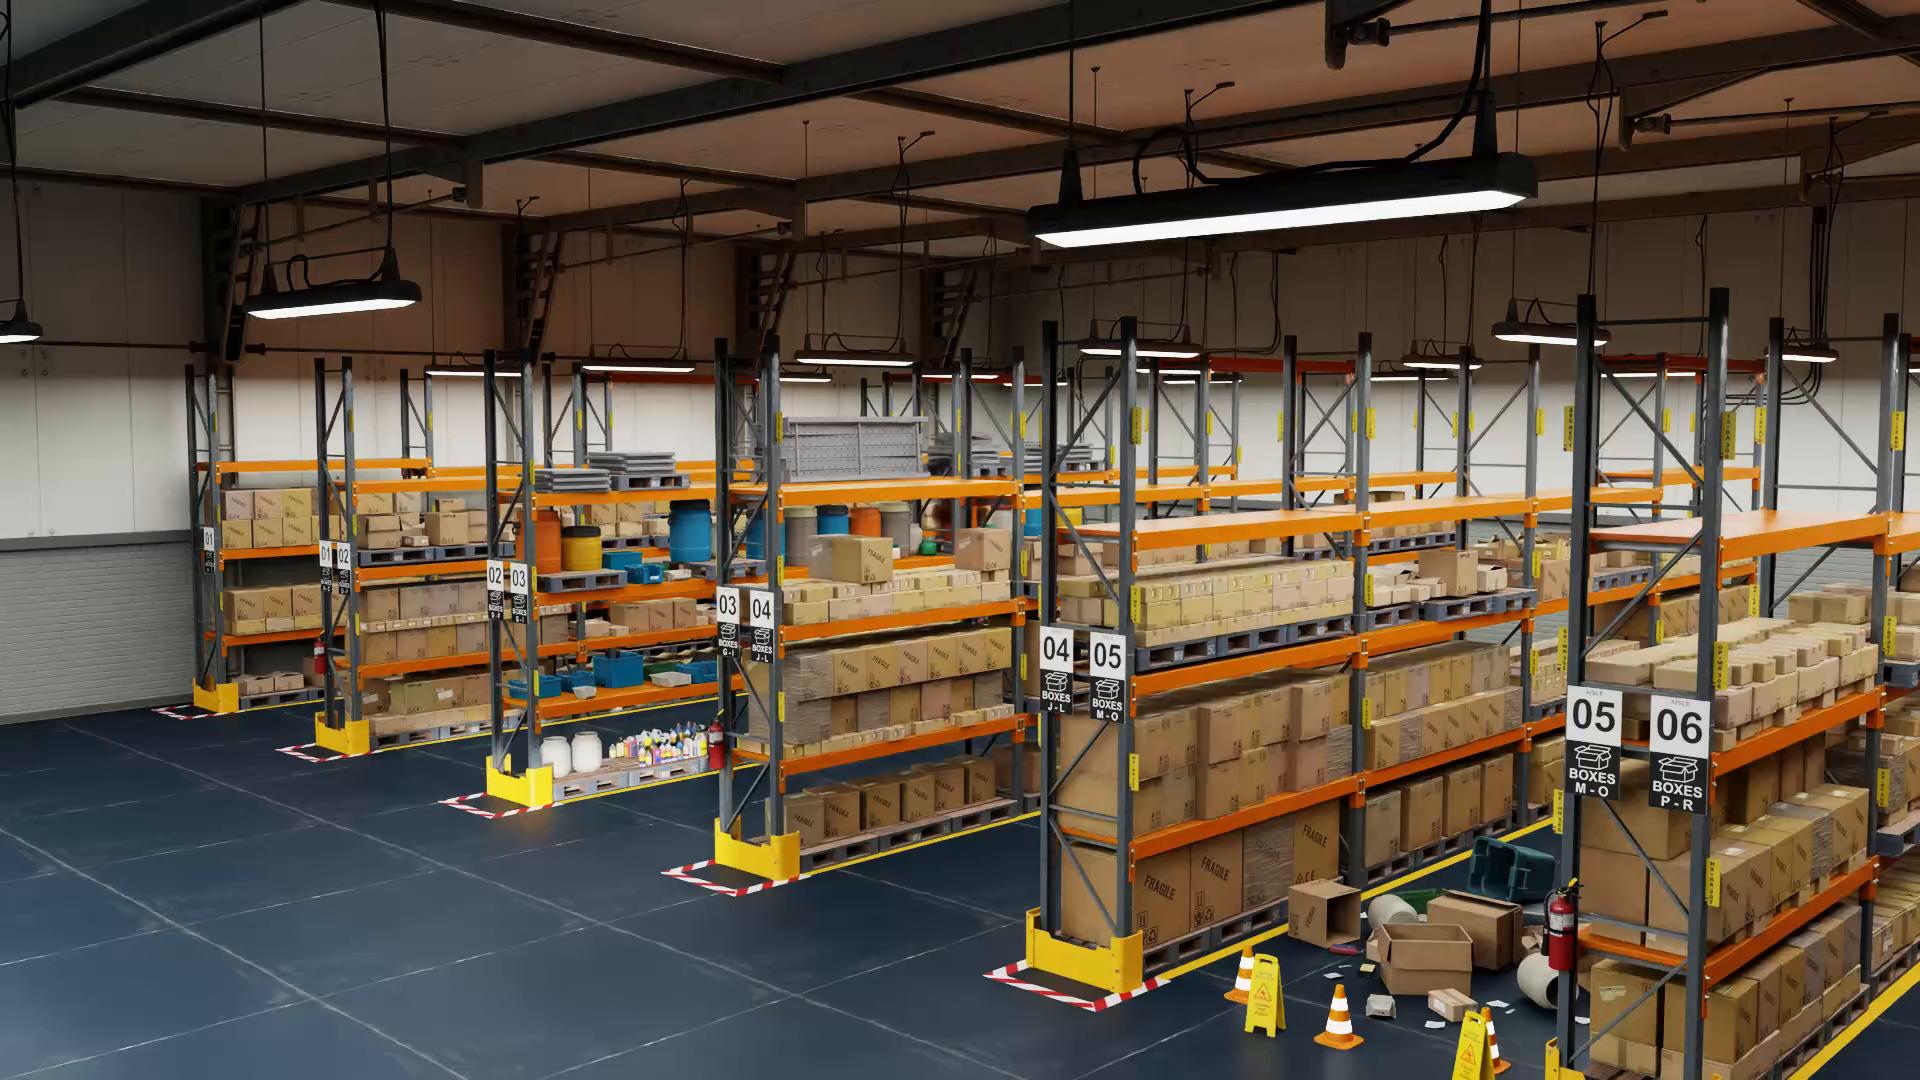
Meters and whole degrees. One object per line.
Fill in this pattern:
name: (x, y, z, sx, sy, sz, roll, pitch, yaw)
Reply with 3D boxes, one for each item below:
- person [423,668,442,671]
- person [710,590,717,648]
person: (-9.532, 2.033, 30.018, 0.520, 1.696, 0.433, -2, 5, -19)
person: (-4.703, 1.831, 33.005, 0.624, 1.679, 0.532, -1, 5, -13)
